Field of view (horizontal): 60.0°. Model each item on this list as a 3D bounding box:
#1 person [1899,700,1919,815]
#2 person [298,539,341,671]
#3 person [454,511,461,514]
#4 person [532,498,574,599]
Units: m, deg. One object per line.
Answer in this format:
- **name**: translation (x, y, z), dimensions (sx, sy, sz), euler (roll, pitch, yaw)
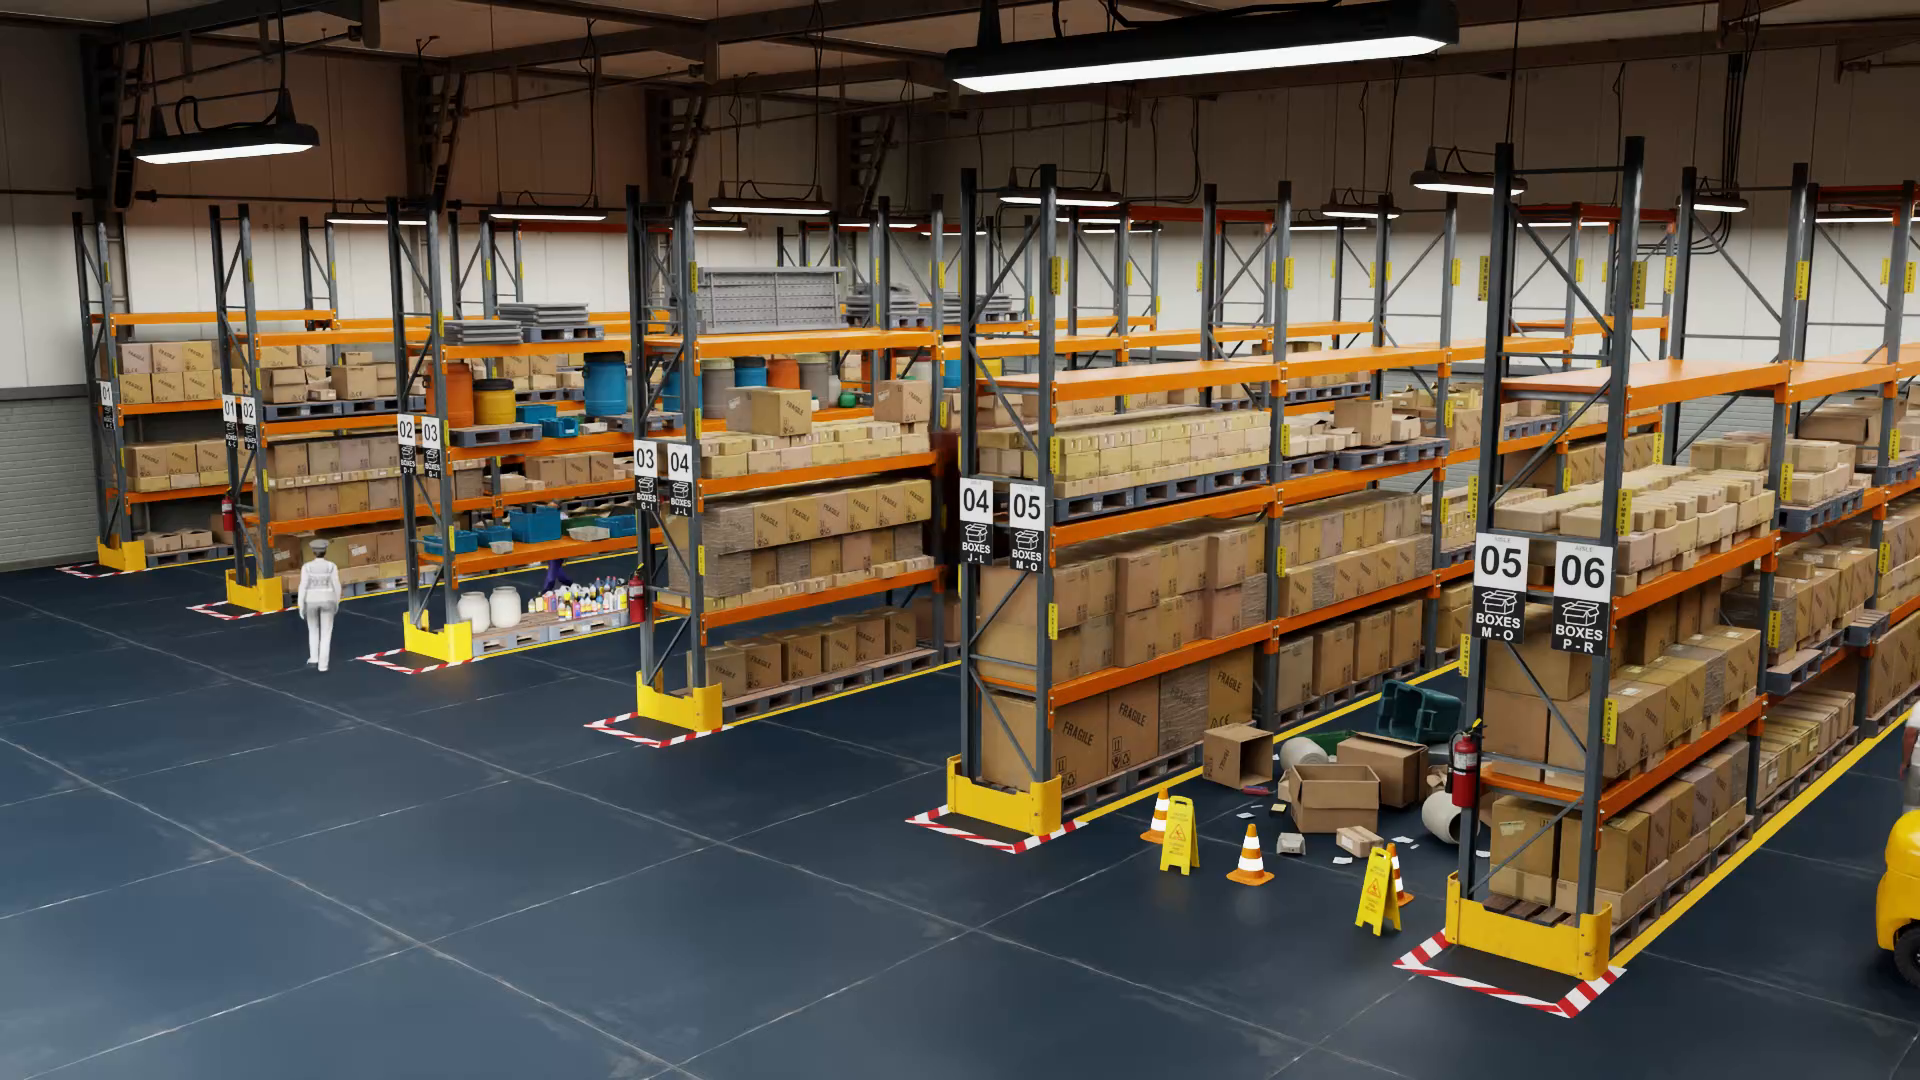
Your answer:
- **person**: translation (8.462, 1.977, 14.378), dimensions (0.590, 1.681, 0.716), euler (5, 11, 29)
- **person**: translation (-8.190, 0.823, 21.309), dimensions (0.519, 1.655, 0.799), euler (-2, 10, -12)
- **person**: translation (-9.237, -0.737, 30.375), dimensions (0.487, 1.734, 1.017), euler (6, 11, 31)
- **person**: translation (-6.284, 0.127, 25.716), dimensions (0.468, 1.560, 1.095), euler (5, 11, 26)
